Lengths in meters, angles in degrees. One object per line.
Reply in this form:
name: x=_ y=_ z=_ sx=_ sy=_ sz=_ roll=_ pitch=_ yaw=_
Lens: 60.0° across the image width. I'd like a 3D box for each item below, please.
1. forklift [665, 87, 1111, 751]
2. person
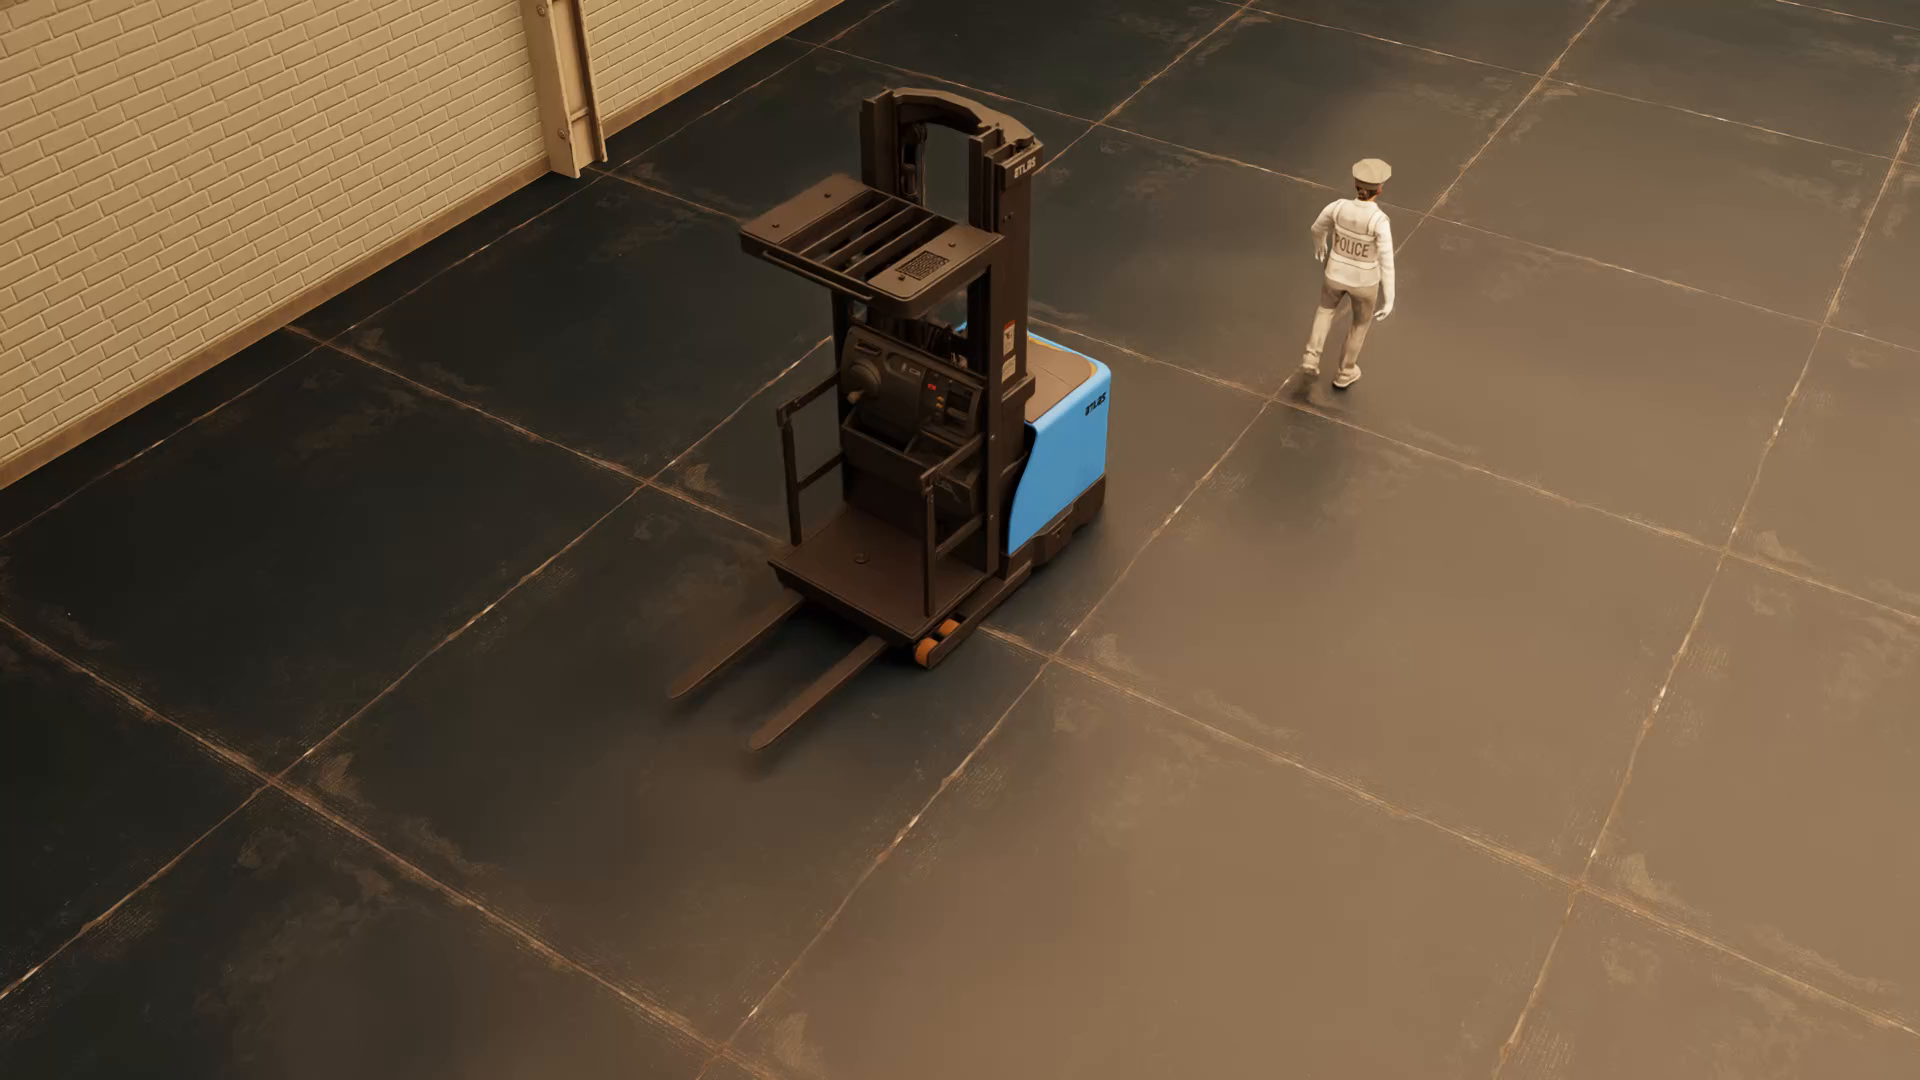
forklift: x=-0.396 y=-0.762 z=8.867 sx=1.130 sy=2.935 sz=3.031 roll=27 pitch=47 yaw=28
person: x=2.571 y=-1.715 z=10.989 sx=0.694 sy=1.649 sz=0.502 roll=23 pitch=46 yaw=25
